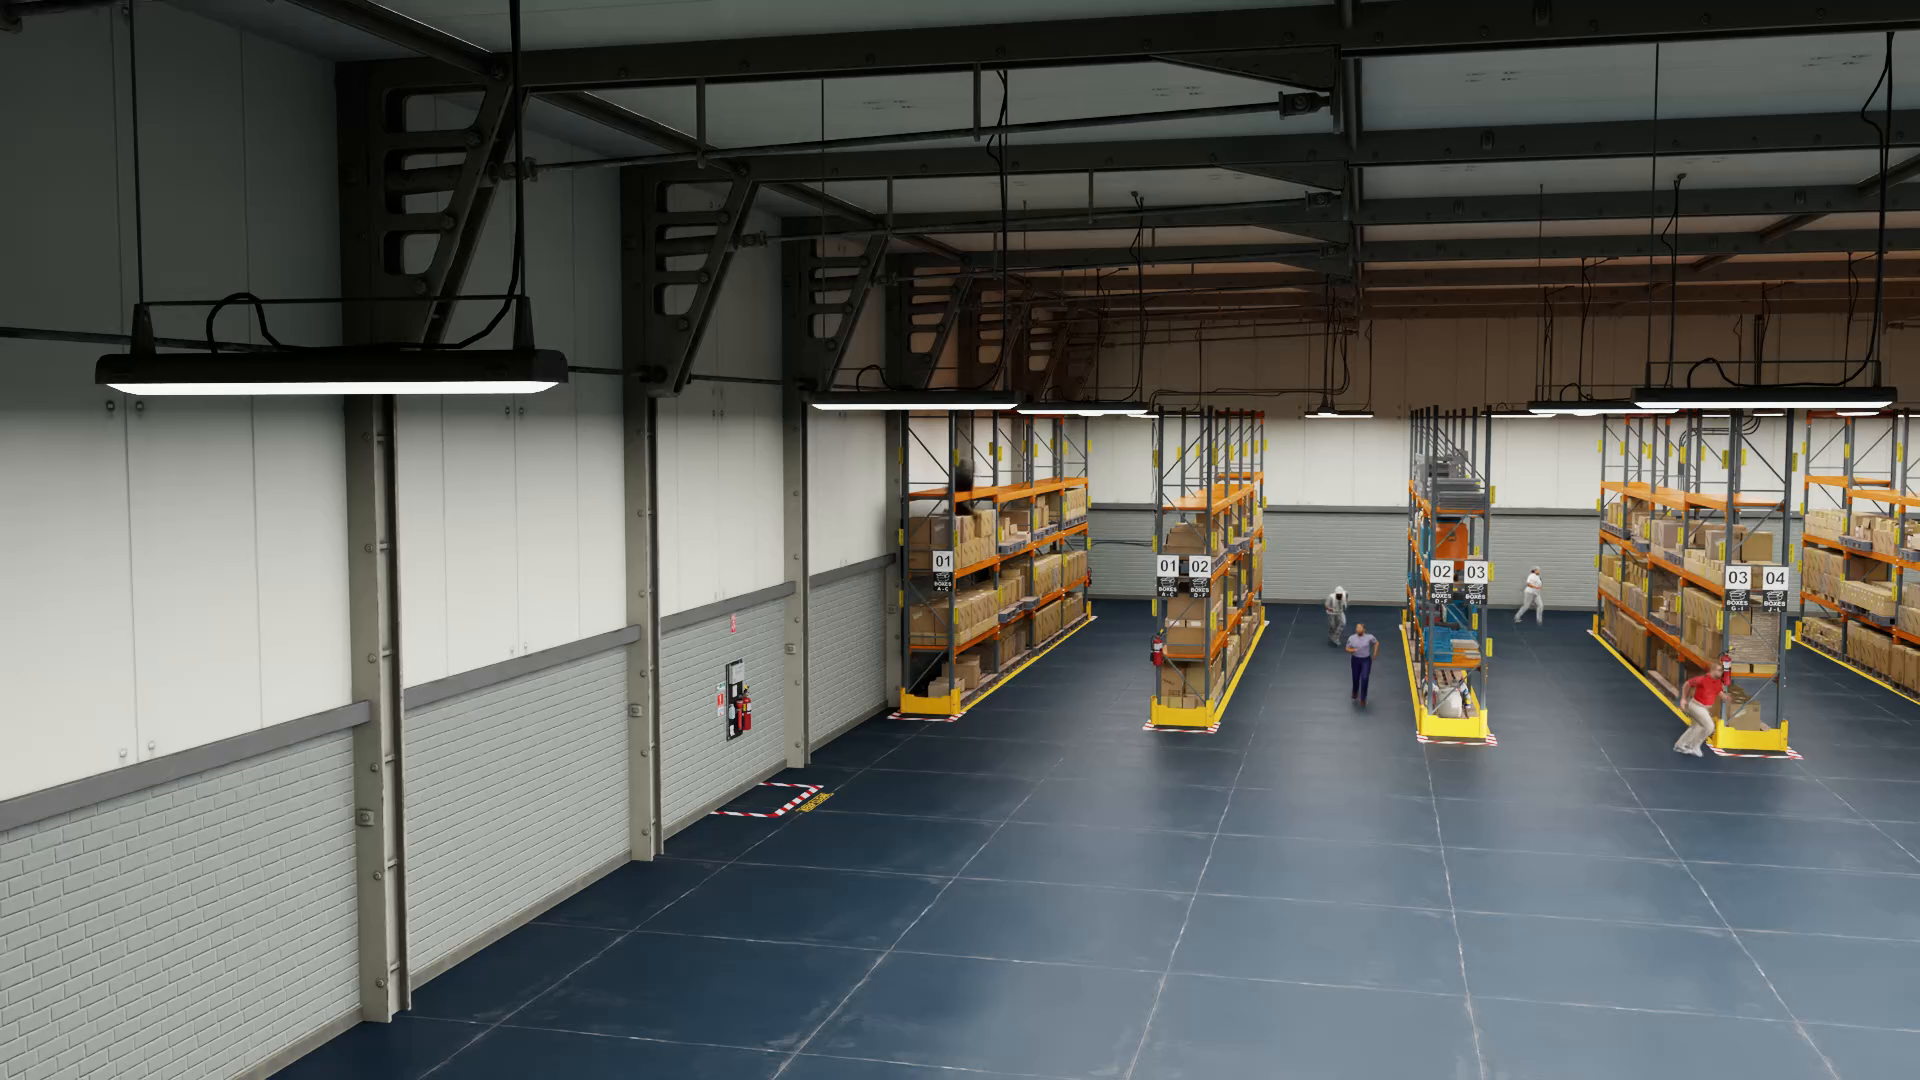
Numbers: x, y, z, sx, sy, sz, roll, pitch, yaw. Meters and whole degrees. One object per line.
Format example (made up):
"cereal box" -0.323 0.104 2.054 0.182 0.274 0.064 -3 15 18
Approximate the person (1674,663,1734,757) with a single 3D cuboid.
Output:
"person" 12.656 2.874 28.308 0.692 1.603 0.987 -3 5 -38

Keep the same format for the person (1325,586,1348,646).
"person" 9.616 1.914 42.657 0.689 1.552 1.199 0 4 -6

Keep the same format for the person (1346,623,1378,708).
"person" 8.113 2.500 33.589 0.623 1.690 0.901 1 4 19

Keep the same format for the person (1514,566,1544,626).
"person" 16.143 1.568 46.904 0.859 1.688 0.672 4 6 44
